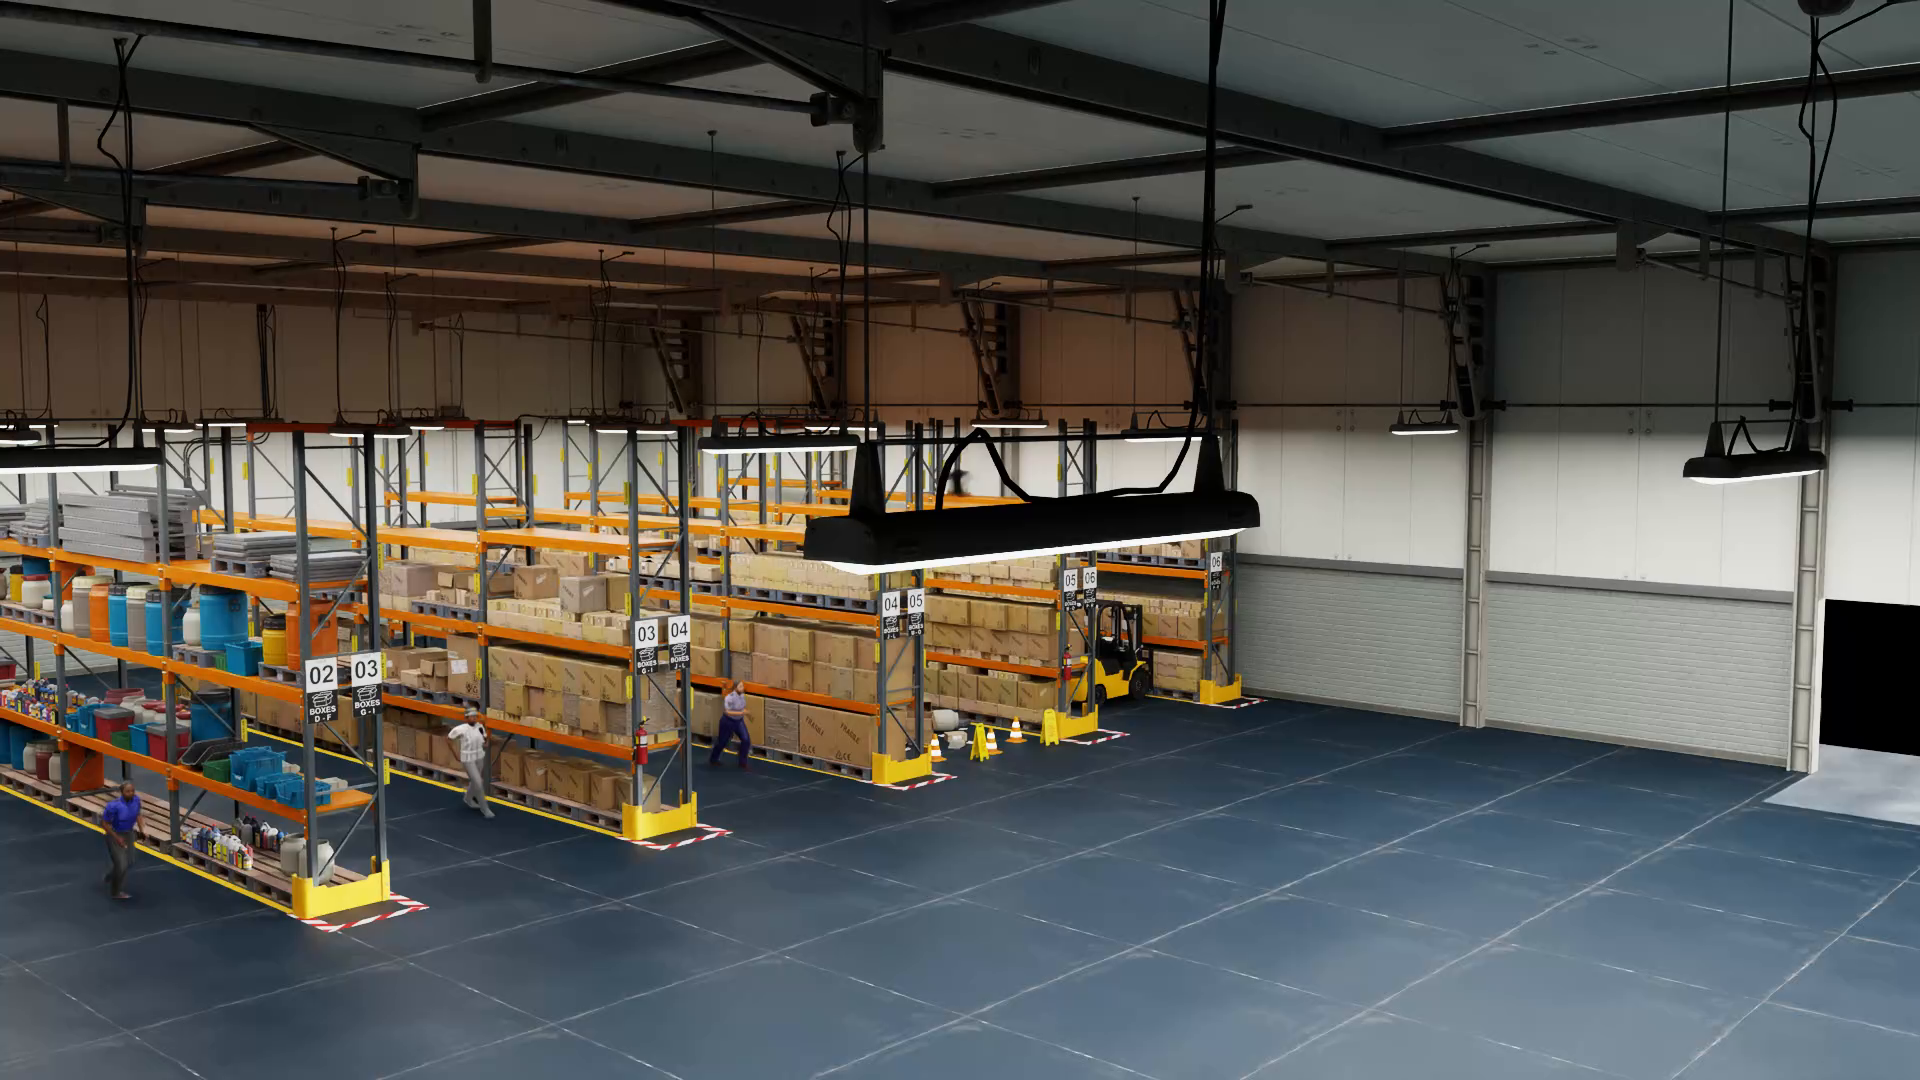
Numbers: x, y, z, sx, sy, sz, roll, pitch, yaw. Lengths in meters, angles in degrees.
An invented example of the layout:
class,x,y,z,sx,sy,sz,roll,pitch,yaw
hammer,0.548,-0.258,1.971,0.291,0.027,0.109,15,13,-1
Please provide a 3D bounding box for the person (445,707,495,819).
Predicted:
class,x,y,z,sx,sy,sz,roll,pitch,yaw
person,-7.517,3.403,25.550,0.819,1.725,0.650,4,6,38

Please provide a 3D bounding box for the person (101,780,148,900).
class,x,y,z,sx,sy,sz,roll,pitch,yaw
person,-10.804,3.810,21.322,0.788,1.560,0.579,2,5,21

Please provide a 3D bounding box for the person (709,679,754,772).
class,x,y,z,sx,sy,sz,roll,pitch,yaw
person,-3.940,3.190,28.716,0.948,1.626,0.601,3,6,37
